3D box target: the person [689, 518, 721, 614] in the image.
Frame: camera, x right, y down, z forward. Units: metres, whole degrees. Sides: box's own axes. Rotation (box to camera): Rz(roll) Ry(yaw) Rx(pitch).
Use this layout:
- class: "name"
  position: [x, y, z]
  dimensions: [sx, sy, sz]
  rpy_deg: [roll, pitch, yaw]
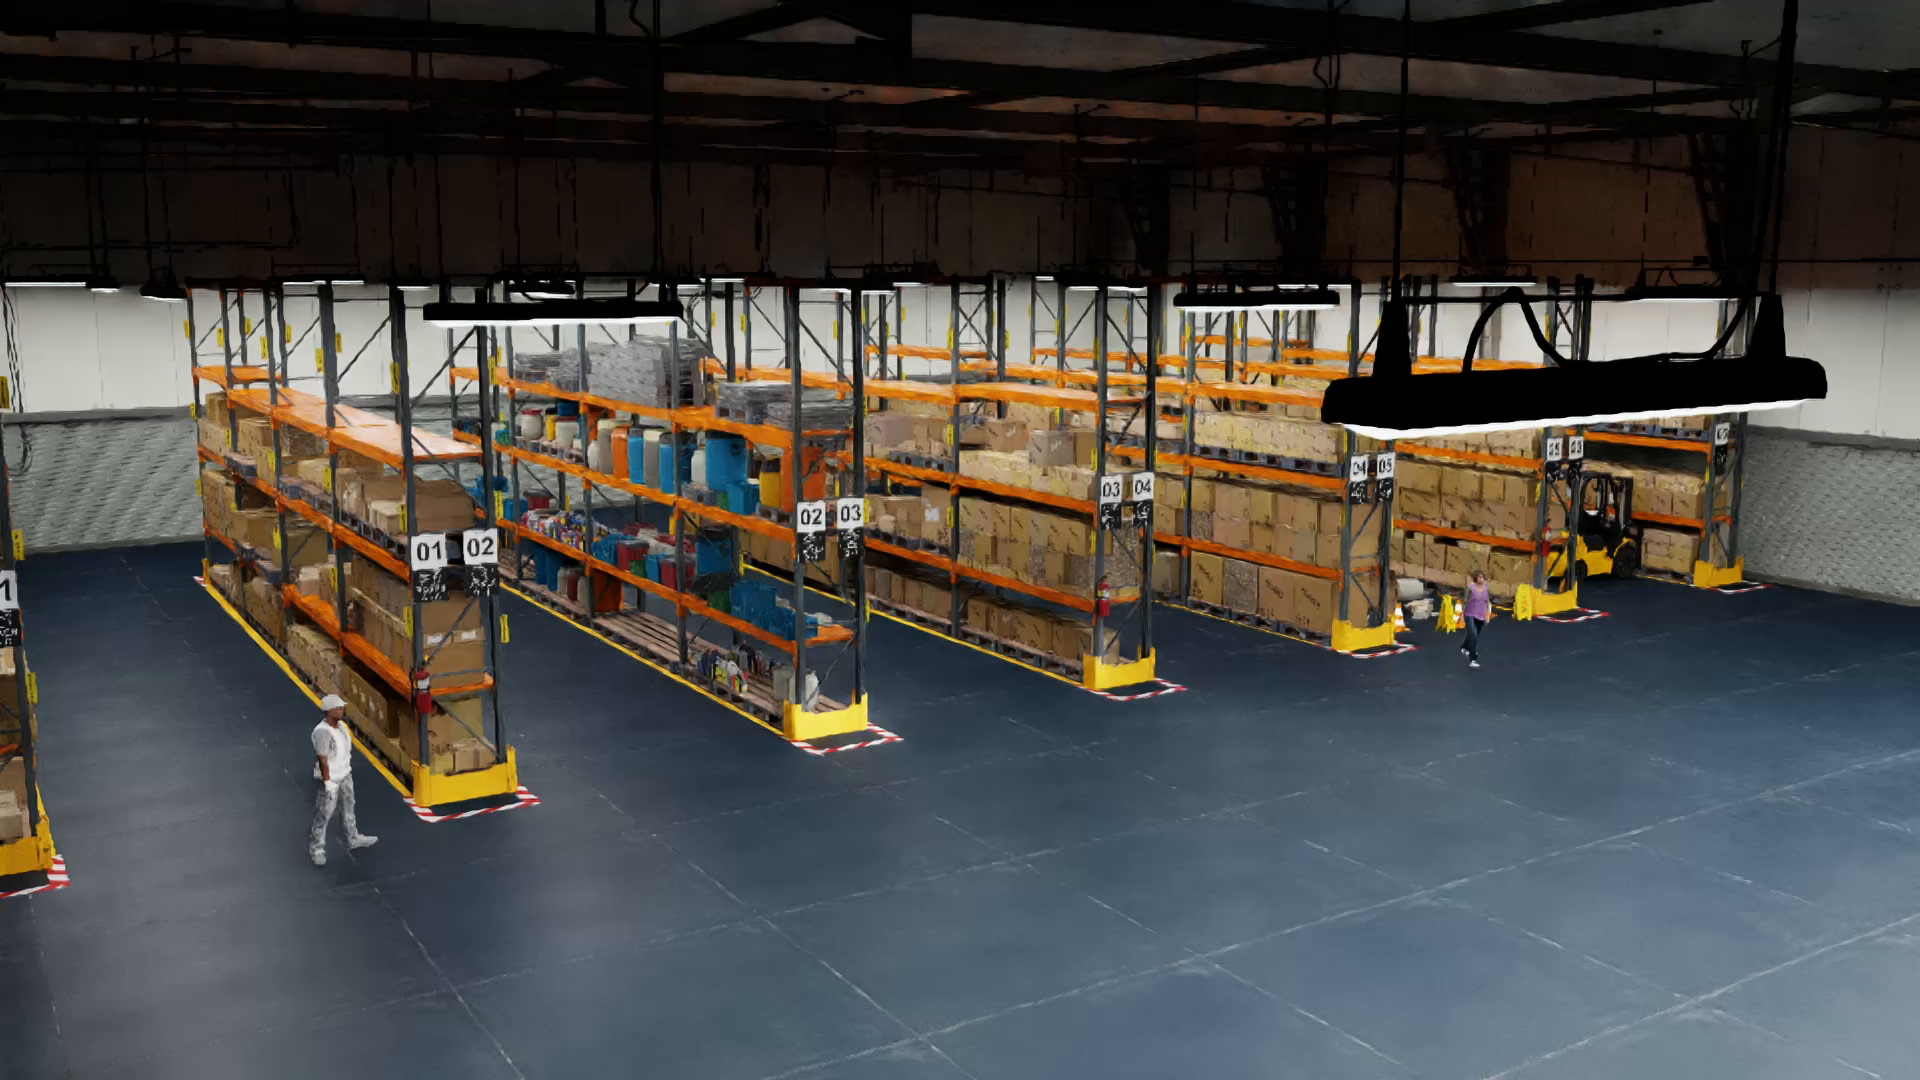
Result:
- class: "person"
  position: [-4.276, 0.449, 28.625]
  dimensions: [0.898, 1.660, 0.735]
  rpy_deg: [8, 13, 41]

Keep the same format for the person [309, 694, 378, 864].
- class: "person"
  position: [-6.642, 2.499, 17.717]
  dimensions: [0.542, 1.778, 0.723]
  rpy_deg: [0, 10, 2]

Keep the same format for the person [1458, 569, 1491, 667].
- class: "person"
  position: [8.130, 1.186, 26.299]
  dimensions: [0.455, 1.531, 0.868]
  rpy_deg: [-2, 10, -11]
